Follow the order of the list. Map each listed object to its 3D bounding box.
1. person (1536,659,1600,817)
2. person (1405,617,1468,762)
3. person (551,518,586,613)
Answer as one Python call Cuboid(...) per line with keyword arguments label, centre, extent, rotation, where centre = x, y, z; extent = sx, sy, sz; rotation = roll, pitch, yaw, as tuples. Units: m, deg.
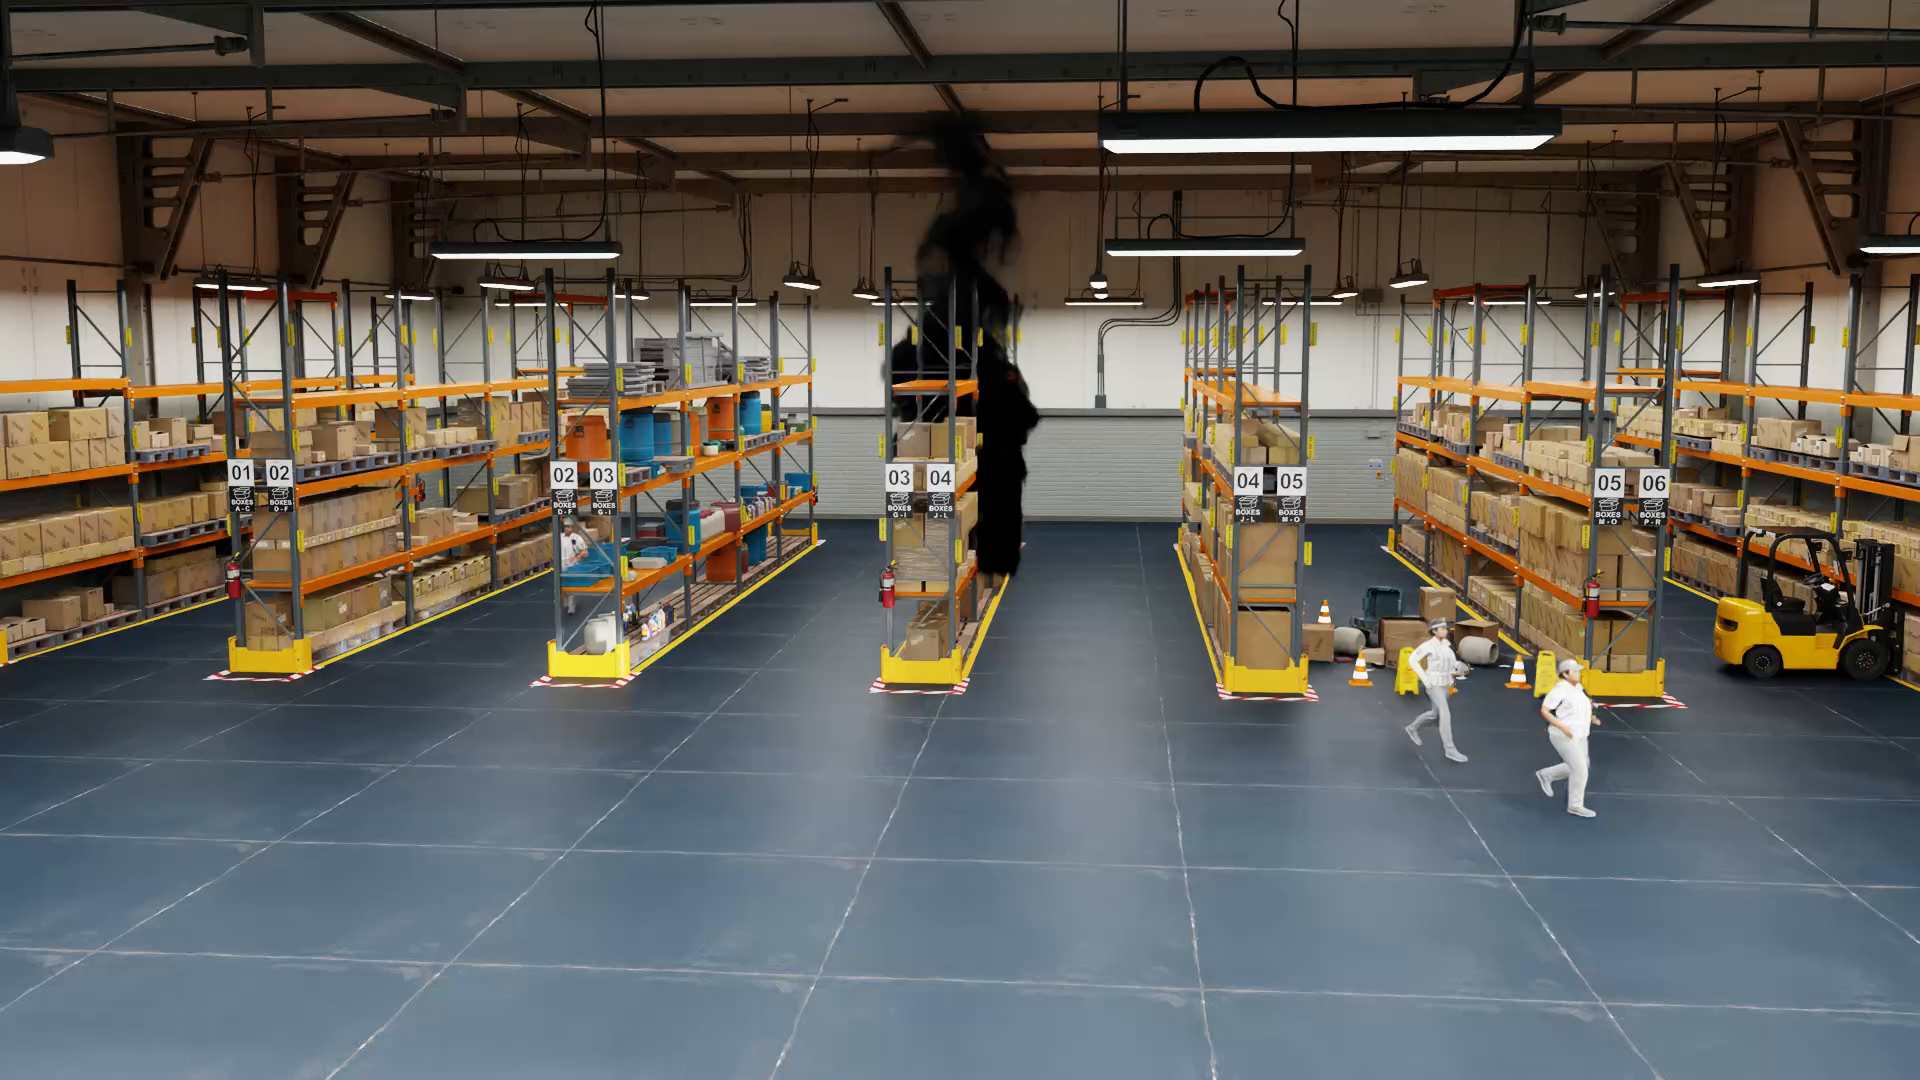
Cuboid(label="person", centre=(6.428, 2.067, 17.597), extent=(0.618, 1.628, 0.729), rotation=(-6, 9, -41))
Cuboid(label="person", centre=(5.706, 1.739, 19.851), extent=(0.612, 1.679, 0.922), rotation=(-6, 9, -40))
Cuboid(label="person", centre=(-7.129, 0.472, 30.212), extent=(0.664, 1.734, 0.590), rotation=(0, 7, -2))
